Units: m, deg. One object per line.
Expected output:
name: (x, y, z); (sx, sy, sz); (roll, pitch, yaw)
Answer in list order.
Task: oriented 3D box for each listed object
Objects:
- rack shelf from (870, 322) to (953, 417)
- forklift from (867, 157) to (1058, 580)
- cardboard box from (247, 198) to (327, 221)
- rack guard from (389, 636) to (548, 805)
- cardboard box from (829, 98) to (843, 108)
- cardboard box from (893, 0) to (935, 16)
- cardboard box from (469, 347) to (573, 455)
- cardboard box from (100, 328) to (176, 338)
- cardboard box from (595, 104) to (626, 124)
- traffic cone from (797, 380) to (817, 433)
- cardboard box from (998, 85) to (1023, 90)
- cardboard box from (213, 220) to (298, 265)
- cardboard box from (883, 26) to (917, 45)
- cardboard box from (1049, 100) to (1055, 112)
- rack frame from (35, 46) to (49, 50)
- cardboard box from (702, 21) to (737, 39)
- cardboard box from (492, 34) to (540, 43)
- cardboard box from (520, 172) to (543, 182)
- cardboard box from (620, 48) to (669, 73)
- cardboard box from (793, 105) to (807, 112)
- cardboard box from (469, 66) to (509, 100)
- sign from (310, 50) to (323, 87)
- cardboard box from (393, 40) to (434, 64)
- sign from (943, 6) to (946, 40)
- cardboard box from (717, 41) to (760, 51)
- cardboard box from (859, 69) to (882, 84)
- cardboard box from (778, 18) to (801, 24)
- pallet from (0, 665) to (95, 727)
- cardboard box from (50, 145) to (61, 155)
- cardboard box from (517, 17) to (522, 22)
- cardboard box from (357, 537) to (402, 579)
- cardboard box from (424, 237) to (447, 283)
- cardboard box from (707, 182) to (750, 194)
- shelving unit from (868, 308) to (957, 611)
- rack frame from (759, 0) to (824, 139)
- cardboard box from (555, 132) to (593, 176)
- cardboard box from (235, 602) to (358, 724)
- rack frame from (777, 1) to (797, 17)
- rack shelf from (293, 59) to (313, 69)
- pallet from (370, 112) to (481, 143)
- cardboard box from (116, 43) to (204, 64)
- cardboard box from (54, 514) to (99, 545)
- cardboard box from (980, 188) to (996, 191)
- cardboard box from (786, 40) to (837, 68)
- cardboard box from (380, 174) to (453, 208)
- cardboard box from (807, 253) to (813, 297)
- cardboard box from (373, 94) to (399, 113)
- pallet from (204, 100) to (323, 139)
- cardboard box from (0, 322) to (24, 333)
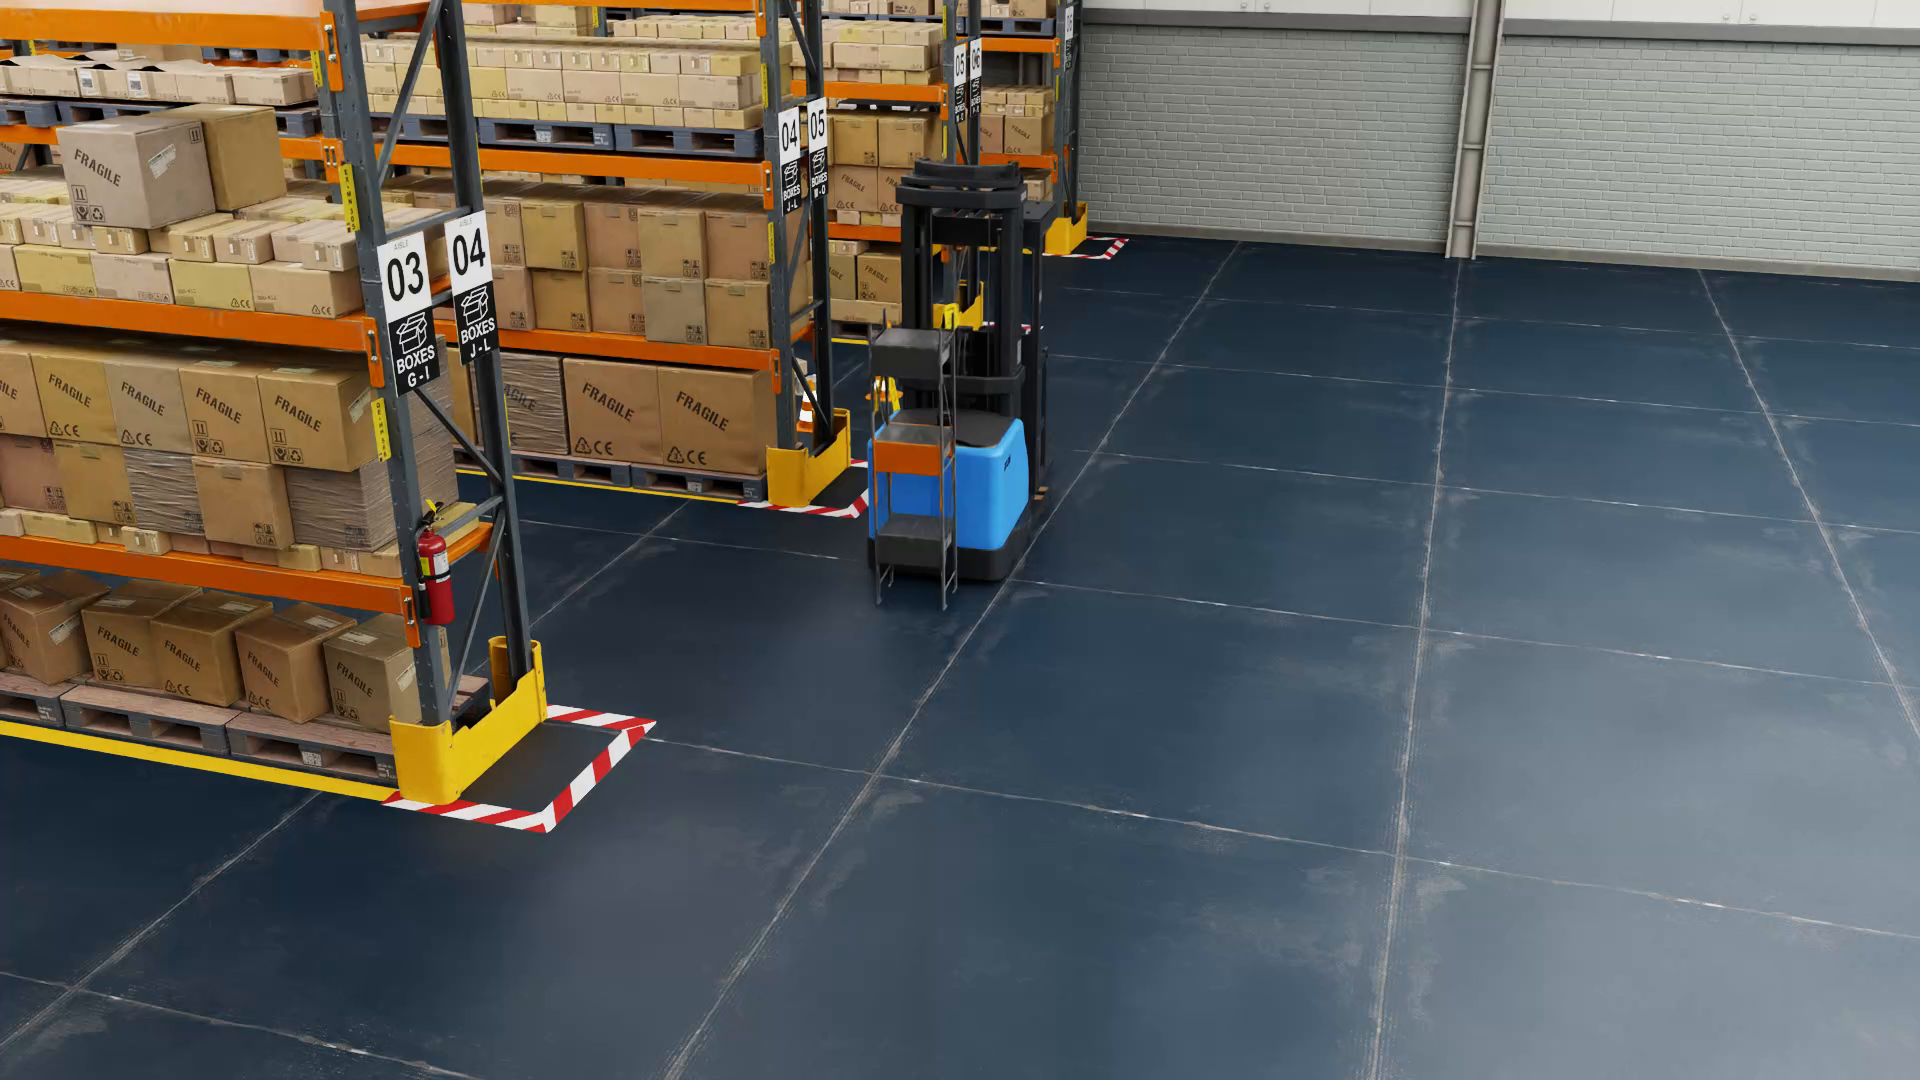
rack shelf: (-0.325, -1.176, 11.447); (0.480, 0.518, 0.431); (5, 25, 12)
forklift: (0.145, -1.587, 13.182); (1.130, 2.935, 3.031); (5, 23, 12)
cardboard box: (-3.775, -1.810, 9.355); (0.250, 0.149, 0.380); (7, 23, 18)
rack guard: (-2.913, 1.058, 9.938); (0.348, 0.500, 1.175); (7, 23, 16)
cardboard box: (-1.642, -6.103, 23.115); (0.250, 0.149, 0.380); (6, 23, 15)
cardboard box: (-0.542, -7.358, 22.386); (0.637, 0.503, 0.797); (7, 23, 17)
cardboard box: (-3.694, -1.340, 14.735); (0.875, 0.875, 0.875); (7, 23, 16)
cardboard box: (-4.724, -1.061, 9.967); (0.500, 0.500, 0.500); (7, 23, 16)
cardboard box: (-2.702, -3.419, 13.250); (0.250, 0.149, 0.380); (6, 23, 15)
traffic cone: (-1.409, -1.282, 15.691); (0.334, 0.463, 0.336); (7, 23, 16)
cardboard box: (0.695, -6.158, 22.857); (0.250, 0.149, 0.380); (7, 23, 17)
cardboard box: (-3.705, -1.572, 8.774); (0.250, 0.149, 0.380); (6, 23, 13)
cardboard box: (-0.622, -5.304, 17.480); (0.250, 0.149, 0.380); (7, 23, 16)
cardboard box: (1.203, -5.973, 22.797); (0.250, 0.149, 0.380); (6, 23, 14)
rack frame: (-11.466, -5.007, 21.428); (0.127, 3.000, 1.000); (7, 23, 16)
cardboard box: (-2.596, -5.520, 18.006); (0.250, 0.149, 0.380); (6, 23, 14)
cardboard box: (-3.728, -4.166, 14.022); (0.250, 0.149, 0.380); (7, 23, 16)
cardboard box: (-4.884, -4.214, 19.274); (0.250, 0.149, 0.380); (6, 23, 15)
cardboard box: (-2.464, -3.760, 13.032); (0.250, 0.149, 0.380); (7, 23, 16)
cardboard box: (-1.967, -4.496, 18.342); (0.500, 0.500, 0.700); (6, 23, 15)
cardboard box: (-3.786, -3.751, 13.536); (0.500, 0.250, 0.500); (6, 23, 15)
sign: (-5.288, -3.894, 13.668); (0.005, 0.325, 0.100); (7, 23, 16)
cardboard box: (-4.403, -3.982, 13.574); (0.250, 0.149, 0.380); (6, 23, 15)
sign: (-0.157, -5.289, 16.998); (0.005, 0.325, 0.100); (7, 23, 16)
cardboard box: (-1.778, -3.943, 13.477); (0.250, 0.149, 0.380); (7, 23, 16)
cardboard box: (-0.892, -4.957, 17.686); (0.250, 0.149, 0.380); (7, 23, 17)
cardboard box: (-1.929, -5.679, 18.396); (0.250, 0.149, 0.380); (7, 23, 16)
pallet: (-6.016, 0.822, 10.893); (1.213, 0.211, 1.003); (7, 23, 16)
cardboard box: (-11.126, -5.018, 20.994); (0.500, 0.250, 0.500); (6, 23, 14)
cardboard box: (-5.225, -5.954, 19.431); (0.500, 0.250, 0.500); (6, 23, 15)
cardboard box: (-3.173, 0.069, 9.384); (0.250, 0.149, 0.380); (7, 23, 16)
cardboard box: (-3.227, -1.556, 9.260); (0.500, 0.250, 0.500); (7, 23, 17)
cardboard box: (-2.502, -4.058, 18.591); (0.500, 0.500, 0.500); (6, 23, 15)
shelving unit: (-0.320, -0.549, 11.728); (0.503, 2.100, 0.431); (5, 25, 12)
rack frame: (-1.311, -4.657, 12.671); (0.127, 3.000, 1.000); (7, 23, 16)
cardboard box: (-4.316, -4.475, 19.055); (0.500, 0.500, 0.500); (6, 23, 15)
cardboard box: (-4.015, 0.744, 10.149); (0.500, 0.500, 0.500); (13, 26, 29)
rack frame: (-2.377, -8.709, 22.549); (0.127, 3.000, 1.000); (7, 23, 16)
rack shelf: (-5.722, -5.404, 19.392); (4.000, 0.370, 1.077); (7, 23, 16)
pallet: (-4.360, -3.573, 14.098); (1.213, 0.211, 1.003); (7, 23, 16)
cardboard box: (-7.225, -4.344, 15.044); (0.500, 0.500, 0.500); (7, 23, 16)
cardboard box: (-5.111, -0.120, 9.847); (0.250, 0.149, 0.380); (7, 23, 16)
cardboard box: (0.431, -4.871, 22.849); (0.500, 0.250, 0.500); (7, 23, 16)
cardboard box: (-1.525, -5.216, 17.792); (0.500, 0.250, 0.500); (7, 23, 17)
cardboard box: (-4.797, -2.836, 14.516); (0.550, 0.550, 0.875); (7, 23, 16)
cardboard box: (-1.802, -3.067, 18.782); (0.500, 0.500, 0.500); (6, 23, 14)
cardboard box: (-4.641, -3.641, 13.793); (0.250, 0.149, 0.380); (7, 23, 16)
pallet: (-6.032, -3.702, 14.547); (1.217, 0.209, 0.805); (6, 23, 13)
cardboard box: (-5.833, -0.980, 9.769); (0.500, 0.500, 0.500); (7, 23, 16)
